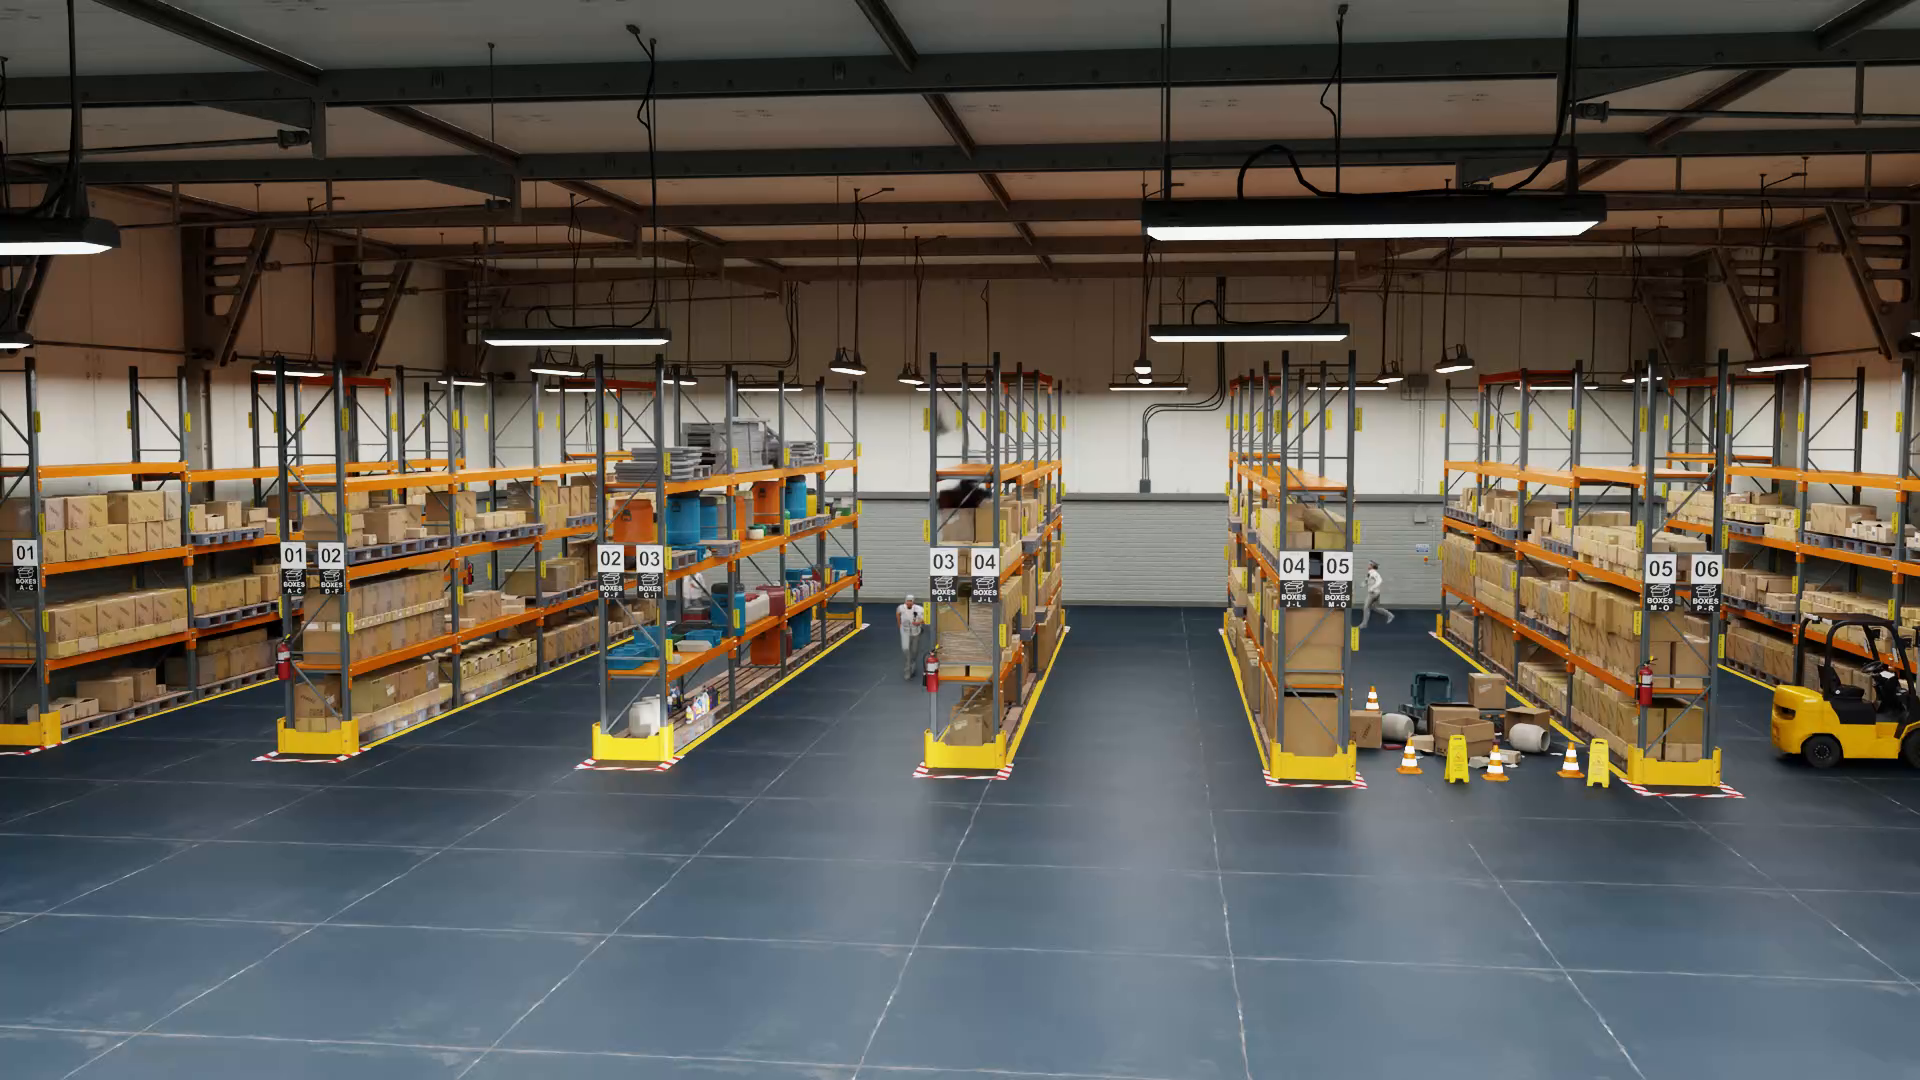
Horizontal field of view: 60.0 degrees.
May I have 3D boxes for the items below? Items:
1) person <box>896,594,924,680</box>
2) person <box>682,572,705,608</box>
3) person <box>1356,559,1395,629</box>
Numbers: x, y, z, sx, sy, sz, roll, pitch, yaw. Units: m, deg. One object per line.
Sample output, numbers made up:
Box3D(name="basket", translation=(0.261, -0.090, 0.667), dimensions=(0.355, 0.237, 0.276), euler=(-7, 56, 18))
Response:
Box3D(name="person", translation=(-0.959, 1.883, 32.773), dimensions=(0.605, 1.679, 0.981), euler=(0, 4, -1))
Box3D(name="person", translation=(-6.233, 1.376, 38.670), dimensions=(0.635, 1.825, 0.794), euler=(0, 4, -1))
Box3D(name="person", translation=(10.084, 1.311, 40.319), dimensions=(0.919, 1.708, 0.624), euler=(1, 4, 15))
